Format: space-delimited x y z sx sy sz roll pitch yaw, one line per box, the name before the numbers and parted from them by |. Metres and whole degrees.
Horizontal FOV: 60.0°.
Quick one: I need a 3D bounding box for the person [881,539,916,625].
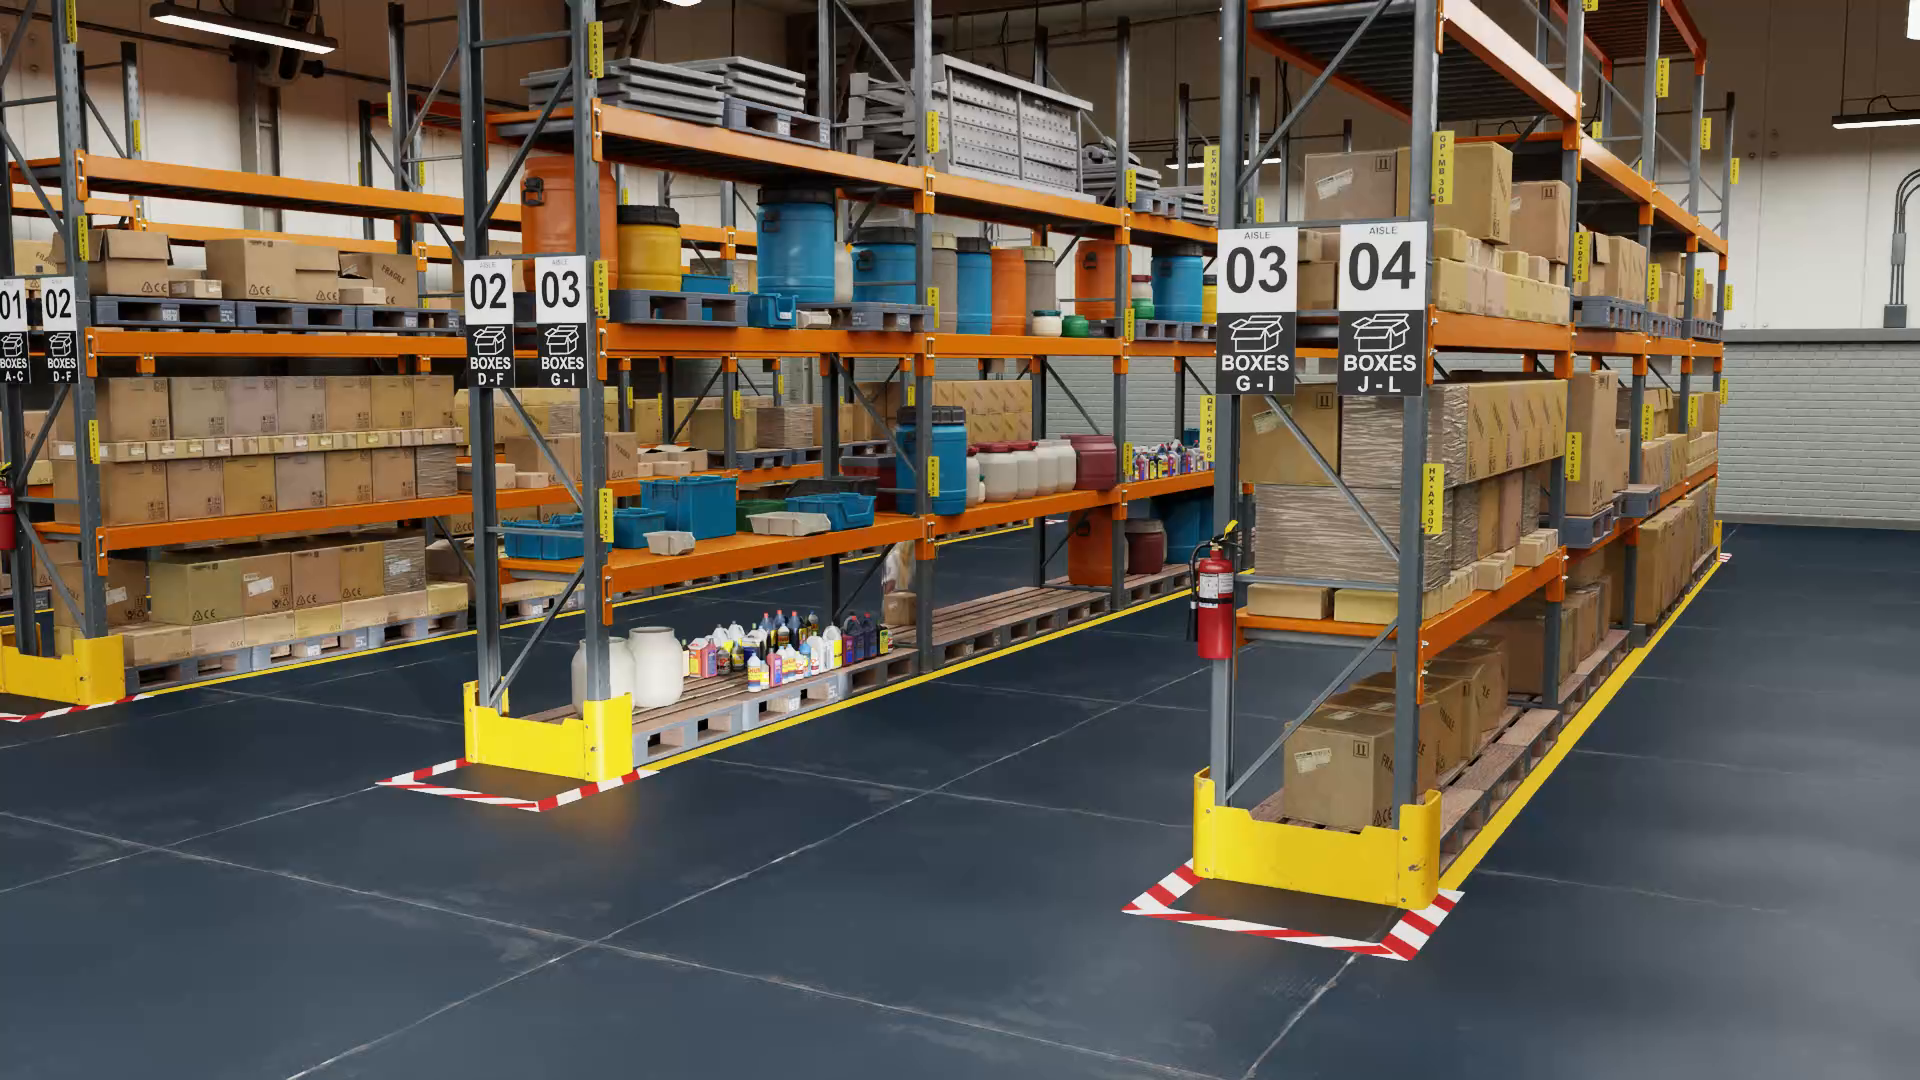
person | -0.500 0.453 15.393 0.468 0.985 0.936 0 6 3
